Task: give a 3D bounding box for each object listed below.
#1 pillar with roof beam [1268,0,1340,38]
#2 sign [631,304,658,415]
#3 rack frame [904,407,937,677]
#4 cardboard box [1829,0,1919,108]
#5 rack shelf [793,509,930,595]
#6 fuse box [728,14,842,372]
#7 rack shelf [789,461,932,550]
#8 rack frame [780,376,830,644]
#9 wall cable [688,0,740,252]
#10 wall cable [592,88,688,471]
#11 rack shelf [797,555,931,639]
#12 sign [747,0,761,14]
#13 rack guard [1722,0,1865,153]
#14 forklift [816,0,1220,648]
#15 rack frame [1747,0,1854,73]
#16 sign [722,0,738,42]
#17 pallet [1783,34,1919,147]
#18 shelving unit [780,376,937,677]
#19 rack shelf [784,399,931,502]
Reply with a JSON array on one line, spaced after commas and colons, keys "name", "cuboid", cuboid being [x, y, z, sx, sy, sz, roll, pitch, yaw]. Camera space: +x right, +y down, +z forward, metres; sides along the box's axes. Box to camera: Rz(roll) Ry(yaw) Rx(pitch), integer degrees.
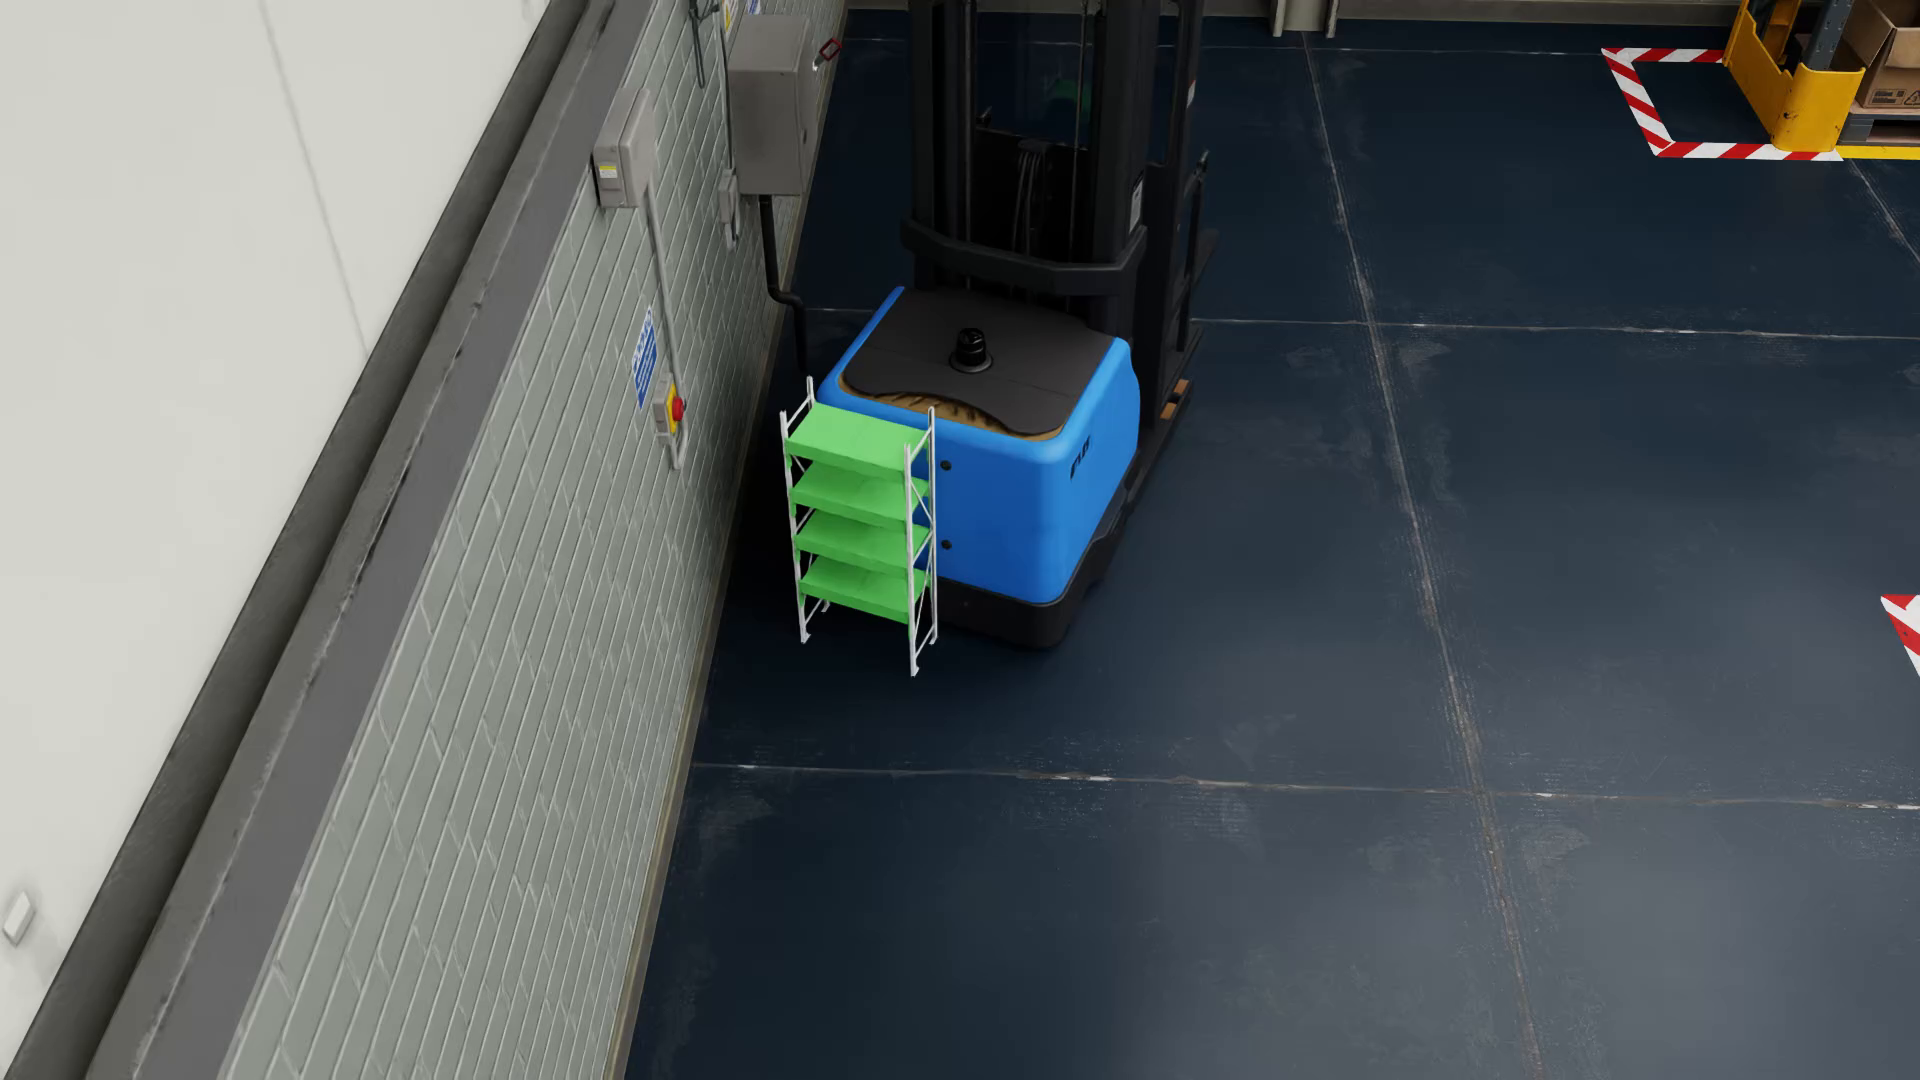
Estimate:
[{"name": "pillar with roof beam", "cuboid": [2.030, -3.715, 4.636, 0.400, 9.000, 9.100, 2, 43, 2]}, {"name": "sign", "cuboid": [-1.040, -0.600, 5.495, 0.001, 0.218, 0.327, 2, 43, 2]}, {"name": "rack frame", "cuboid": [-0.145, 0.035, 6.332, 0.015, 1.200, 0.240, 16, 45, 16]}, {"name": "cardboard box", "cuboid": [5.484, -2.911, 9.698, 0.637, 0.503, 0.797, 0, 43, 0]}, {"name": "rack shelf", "cuboid": [-0.371, 0.018, 6.444, 0.480, 0.148, 0.258, 16, 45, 16]}, {"name": "fuse box", "cuboid": [-0.737, -1.486, 7.590, 0.414, 1.711, 0.539, 2, 43, 2]}, {"name": "rack shelf", "cuboid": [-0.371, -0.157, 6.280, 0.480, 0.148, 0.258, 16, 45, 16]}, {"name": "rack frame", "cuboid": [-0.597, -0.092, 6.468, 0.015, 1.200, 0.240, 16, 45, 16]}, {"name": "wall cable", "cuboid": [-0.925, -1.869, 6.311, 0.122, 1.984, 0.588, 2, 43, 2]}, {"name": "wall cable", "cuboid": [-0.977, -0.915, 5.263, 0.123, 1.953, 0.585, 2, 43, 2]}, {"name": "rack shelf", "cuboid": [-0.371, 0.194, 6.607, 0.480, 0.148, 0.258, 16, 45, 16]}, {"name": "sign", "cuboid": [-0.921, -2.265, 7.551, 0.001, 0.494, 0.329, 2, 43, 2]}, {"name": "rack guard", "cuboid": [4.953, -2.838, 9.929, 0.348, 0.500, 1.175, 2, 43, 2]}, {"name": "forklift", "cuboid": [0.465, -1.653, 6.874, 1.130, 2.935, 3.031, 16, 45, 16]}, {"name": "rack frame", "cuboid": [4.877, -3.754, 9.080, 0.127, 3.000, 1.000, 2, 43, 2]}, {"name": "sign", "cuboid": [-0.946, -2.228, 6.836, 0.001, 0.242, 0.339, 2, 43, 2]}, {"name": "pallet", "cuboid": [5.749, -2.708, 10.002, 1.213, 0.211, 1.003, 2, 43, 2]}, {"name": "shelving unit", "cuboid": [-0.371, -0.028, 6.400, 0.503, 1.200, 0.258, 16, 45, 16]}, {"name": "rack shelf", "cuboid": [-0.371, -0.333, 6.116, 0.480, 0.148, 0.258, 16, 45, 16]}]
